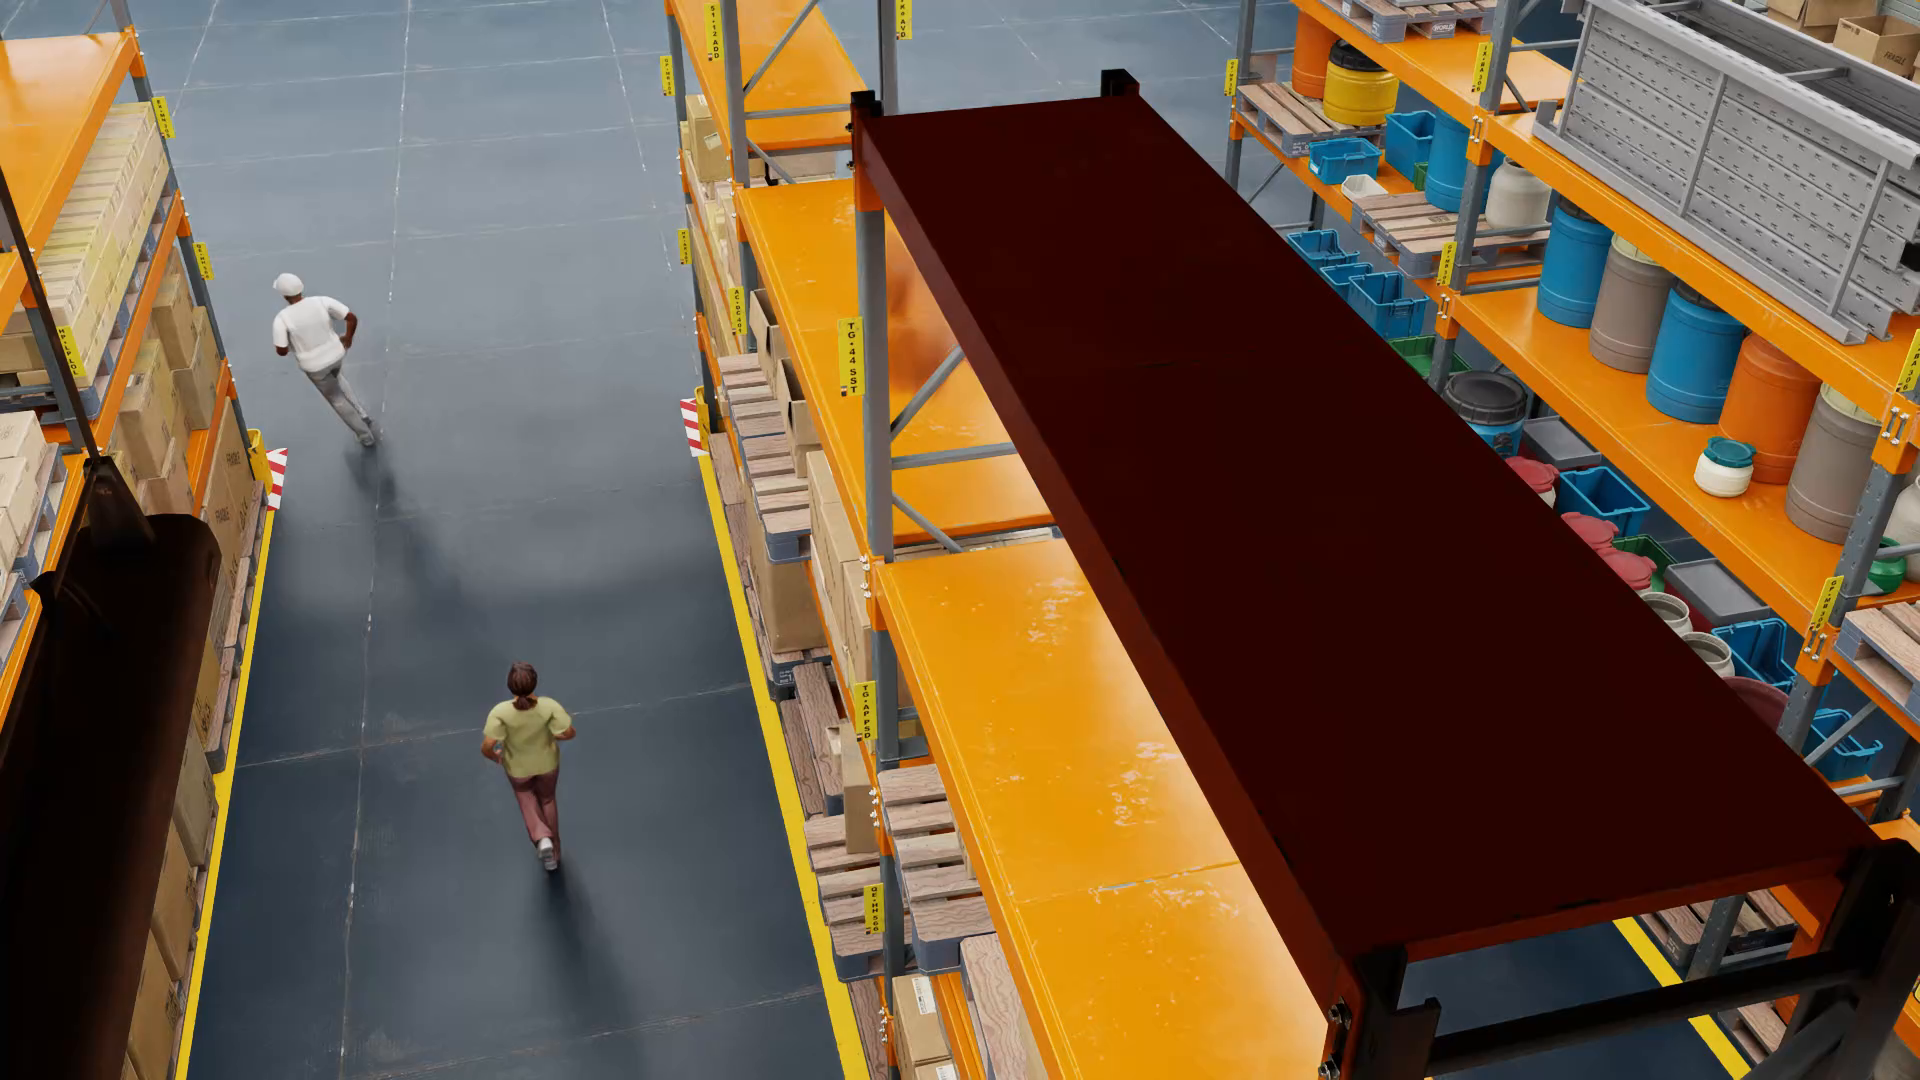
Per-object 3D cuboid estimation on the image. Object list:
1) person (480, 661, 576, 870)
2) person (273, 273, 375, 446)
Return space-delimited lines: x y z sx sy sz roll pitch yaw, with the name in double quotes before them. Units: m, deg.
"person" -2.714 1.429 10.579 0.584 1.632 0.535 -10 36 -15
"person" -5.745 -1.611 14.939 0.690 1.737 0.737 26 42 33
